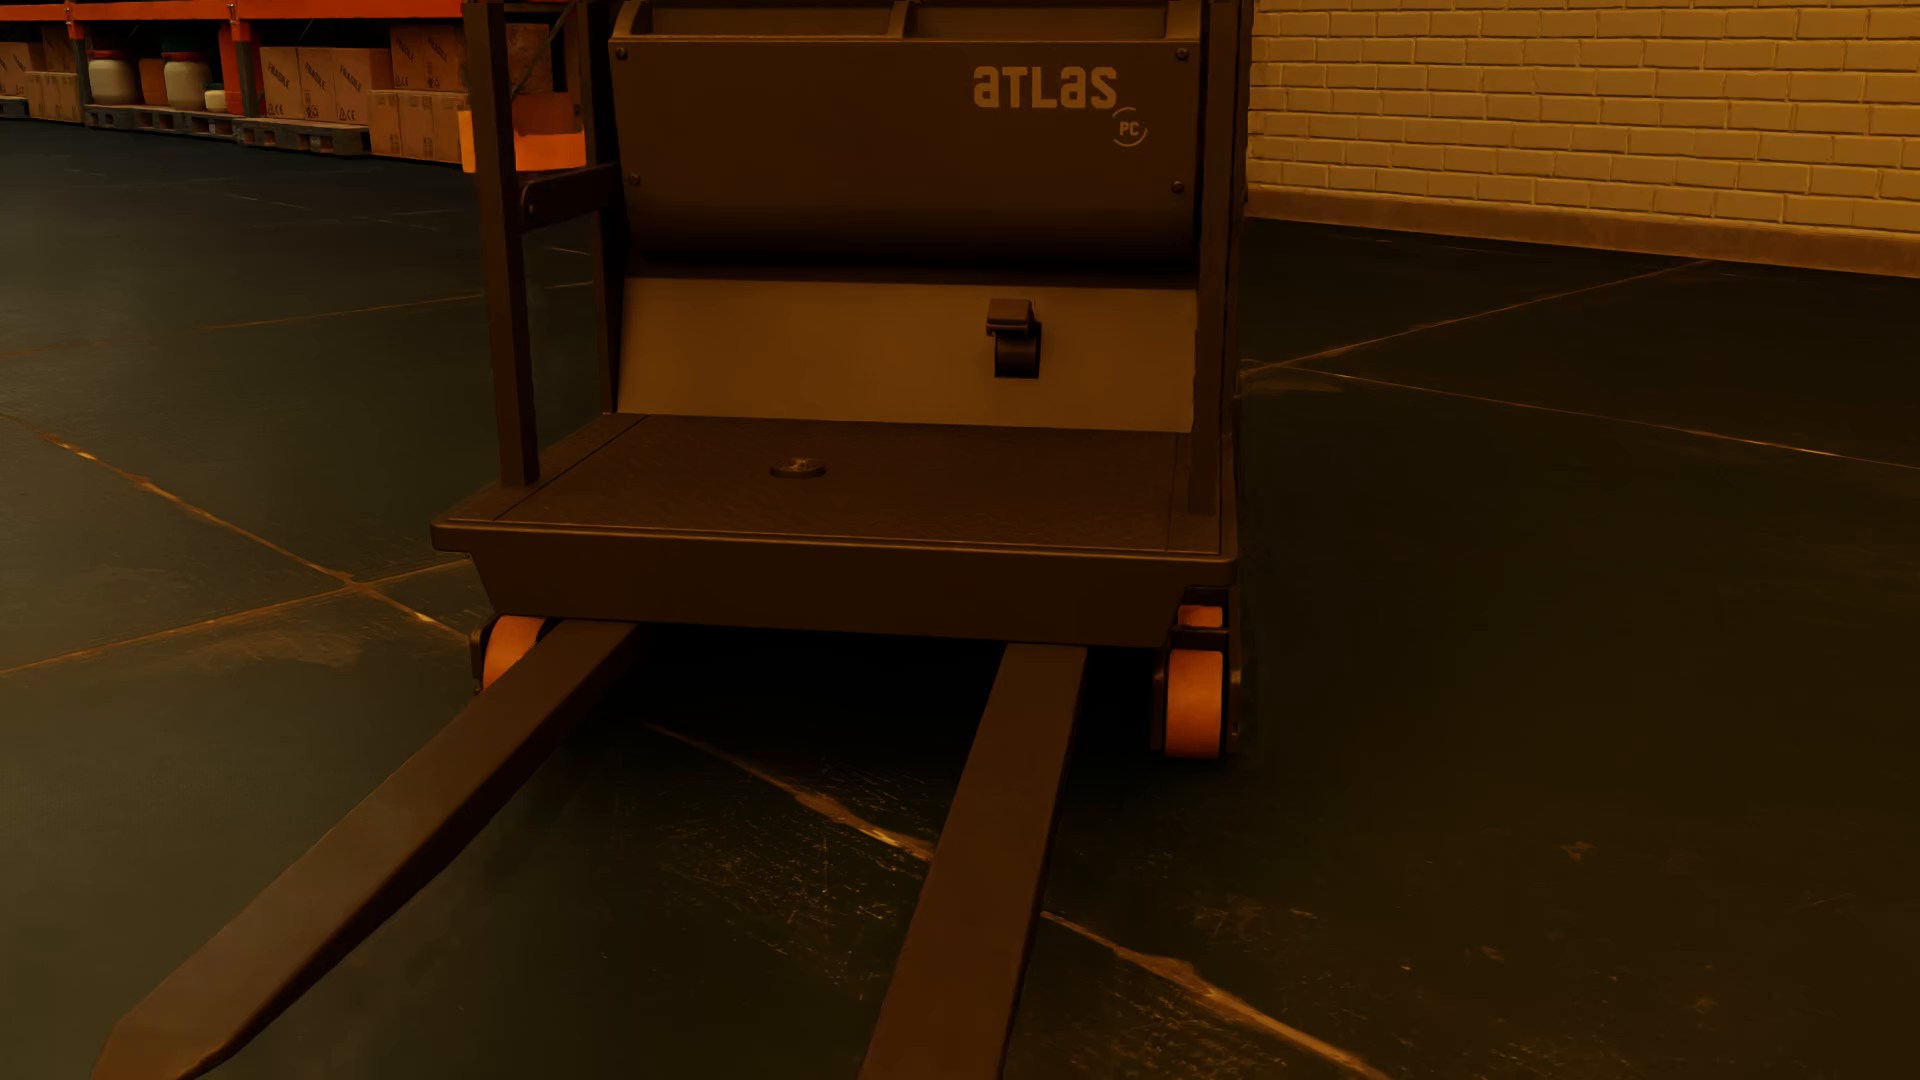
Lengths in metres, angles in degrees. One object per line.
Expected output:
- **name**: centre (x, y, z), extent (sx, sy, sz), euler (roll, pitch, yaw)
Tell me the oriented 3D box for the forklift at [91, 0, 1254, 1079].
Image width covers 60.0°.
- **forklift**: centre (-0.116, -1.194, 2.294), extent (1.130, 2.935, 3.031), euler (3, 17, 8)
